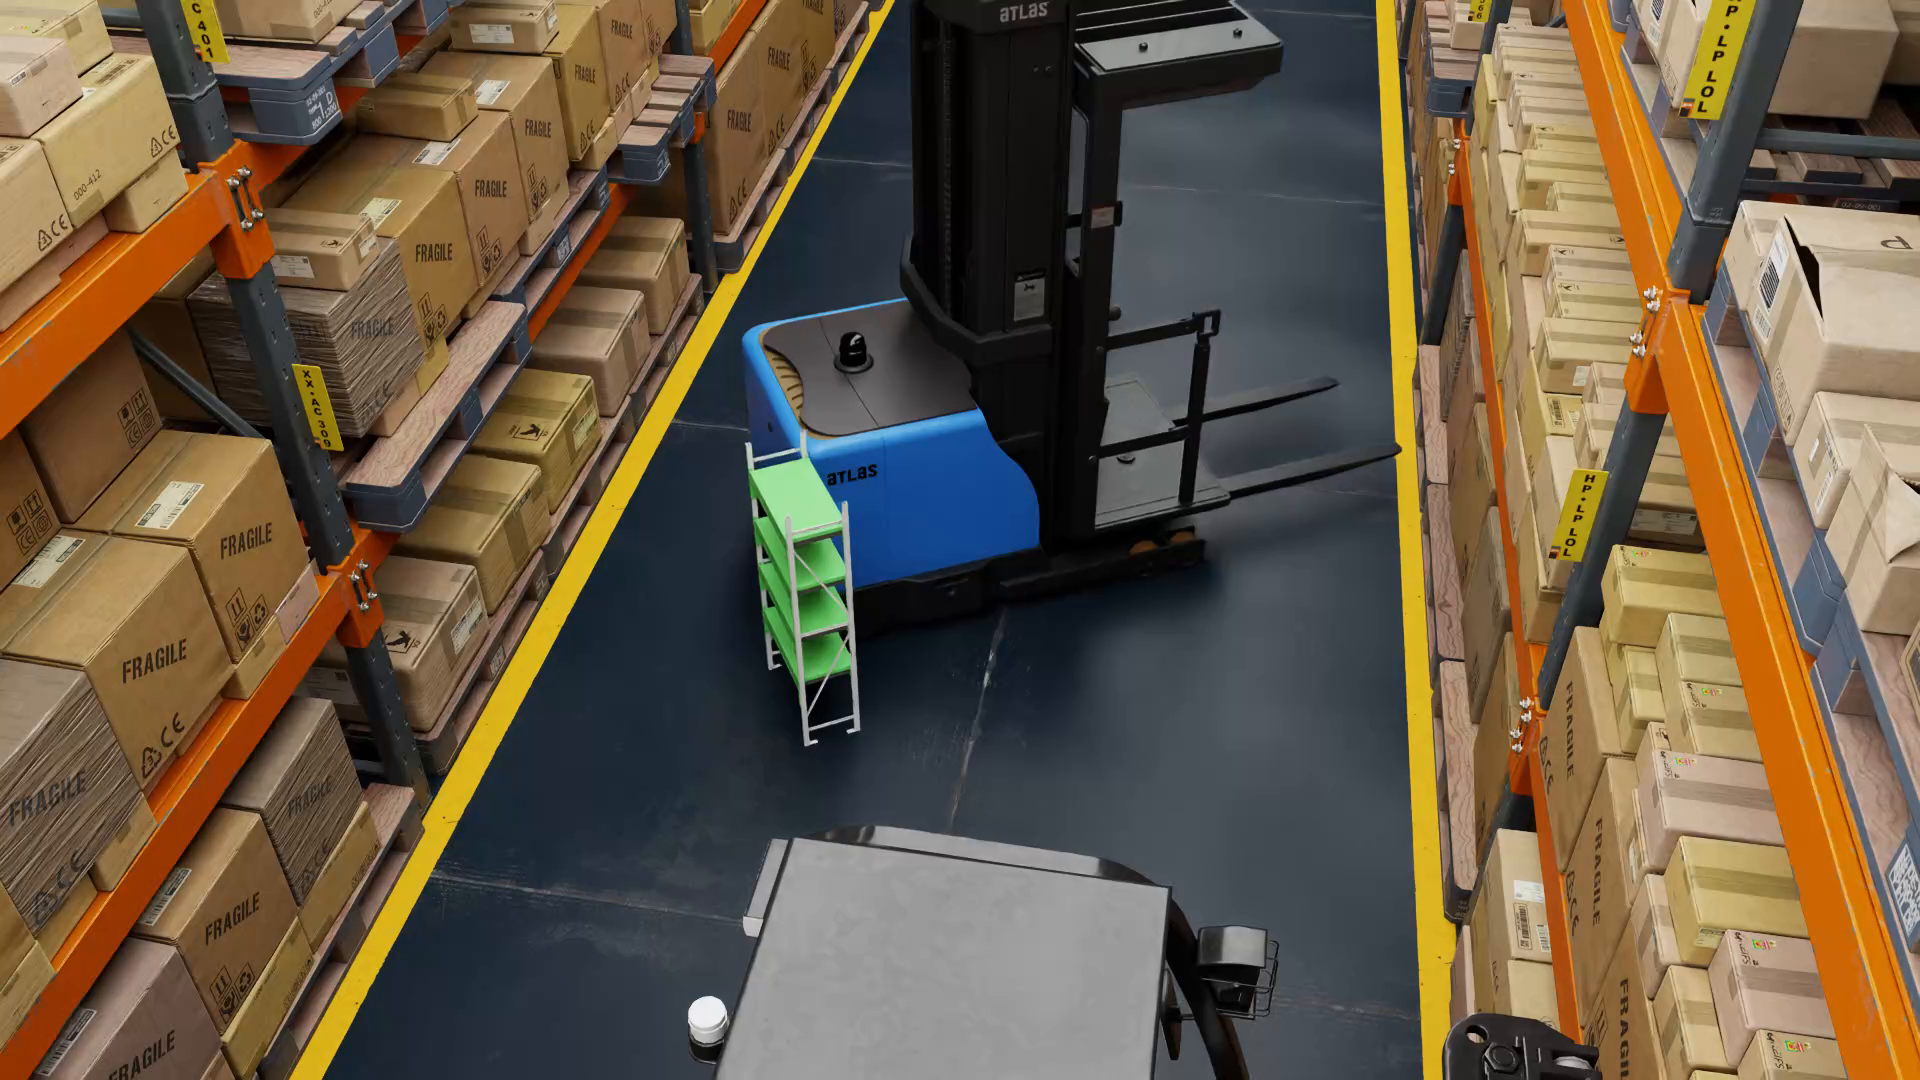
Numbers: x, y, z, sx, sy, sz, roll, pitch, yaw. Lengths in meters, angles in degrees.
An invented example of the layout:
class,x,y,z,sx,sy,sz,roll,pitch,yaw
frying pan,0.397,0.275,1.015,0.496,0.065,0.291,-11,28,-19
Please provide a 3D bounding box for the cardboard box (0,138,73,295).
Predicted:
class,x,y,z,sx,sy,sz,roll,pitch,yaw
cardboard box,-2.491,-0.732,3.909,0.500,0.250,0.500,6,40,7

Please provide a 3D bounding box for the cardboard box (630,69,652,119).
class,x,y,z,sx,sy,sz,roll,pitch,yaw
cardboard box,-1.701,-2.148,7.958,0.380,0.149,0.250,6,40,7

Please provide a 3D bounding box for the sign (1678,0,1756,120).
class,x,y,z,sx,sy,sz,roll,pitch,yaw
sign,1.760,-1.129,3.851,0.100,0.325,0.005,6,40,8

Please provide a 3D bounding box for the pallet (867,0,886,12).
class,x,y,z,sx,sy,sz,roll,pitch,yaw
pallet,-1.000,-4.558,13.194,1.003,0.211,1.213,6,40,8

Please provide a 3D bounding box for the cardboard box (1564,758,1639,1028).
class,x,y,z,sx,sy,sz,roll,pitch,yaw
cardboard box,1.888,0.942,4.275,0.500,0.500,0.500,7,40,8

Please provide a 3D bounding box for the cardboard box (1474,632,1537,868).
class,x,y,z,sx,sy,sz,roll,pitch,yaw
cardboard box,2.375,0.826,6.027,0.875,0.625,0.625,8,40,10

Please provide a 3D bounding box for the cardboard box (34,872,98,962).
class,x,y,z,sx,sy,sz,roll,pitch,yaw
cardboard box,-2.595,0.984,4.500,0.380,0.149,0.250,6,40,7

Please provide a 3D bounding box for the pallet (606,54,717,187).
class,x,y,z,sx,sy,sz,roll,pitch,yaw
pallet,-1.920,-2.121,8.208,1.213,0.211,1.003,6,40,8

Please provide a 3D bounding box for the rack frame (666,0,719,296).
class,x,y,z,sx,sy,sz,roll,pitch,yaw
rack frame,-1.901,-2.654,8.702,1.000,3.000,0.127,6,40,8

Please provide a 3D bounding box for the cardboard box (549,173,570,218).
class,x,y,z,sx,sy,sz,roll,pitch,yaw
cardboard box,-1.916,-1.506,7.182,0.380,0.149,0.250,5,40,6

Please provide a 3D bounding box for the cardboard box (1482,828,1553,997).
class,x,y,z,sx,sy,sz,roll,pitch,yaw
cardboard box,1.903,1.183,5.105,0.500,0.250,0.500,6,40,7

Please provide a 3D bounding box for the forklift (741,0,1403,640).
class,x,y,z,sx,sy,sz,roll,pitch,yaw
forklift,0.601,-1.267,7.079,3.031,2.935,1.130,-13,41,-15

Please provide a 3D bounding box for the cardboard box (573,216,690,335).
class,x,y,z,sx,sy,sz,roll,pitch,yaw
cardboard box,-2.009,-1.449,8.978,0.950,0.372,0.625,4,40,5

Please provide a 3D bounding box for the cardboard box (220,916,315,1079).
class,x,y,z,sx,sy,sz,roll,pitch,yaw
cardboard box,-2.513,1.491,5.518,0.500,0.250,0.500,5,40,6

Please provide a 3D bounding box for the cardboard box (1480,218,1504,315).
class,x,y,z,sx,sy,sz,roll,pitch,yaw
cardboard box,2.497,-1.160,7.014,0.500,0.250,0.500,5,40,6

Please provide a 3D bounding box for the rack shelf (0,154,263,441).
class,x,y,z,sx,sy,sz,roll,pitch,yaw
rack shelf,-2.940,0.233,3.421,1.077,0.370,4.000,6,40,8

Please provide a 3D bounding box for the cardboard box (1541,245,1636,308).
class,x,y,z,sx,sy,sz,roll,pitch,yaw
cardboard box,2.328,-0.931,6.031,0.380,0.149,0.250,7,40,8

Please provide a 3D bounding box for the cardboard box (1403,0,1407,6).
class,x,y,z,sx,sy,sz,roll,pitch,yaw
cardboard box,3.488,-4.064,12.316,0.380,0.149,0.250,5,40,6

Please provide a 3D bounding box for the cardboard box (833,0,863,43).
class,x,y,z,sx,sy,sz,roll,pitch,yaw
cardboard box,-1.238,-4.109,11.801,0.875,0.875,0.875,8,40,9

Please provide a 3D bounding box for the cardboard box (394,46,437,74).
class,x,y,z,sx,sy,sz,roll,pitch,yaw
cardboard box,-2.470,-1.737,6.952,0.500,0.500,0.500,5,40,6

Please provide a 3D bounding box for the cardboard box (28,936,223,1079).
class,x,y,z,sx,sy,sz,roll,pitch,yaw
cardboard box,-2.605,1.506,4.911,0.500,0.500,0.500,8,40,10

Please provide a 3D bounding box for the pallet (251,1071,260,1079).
class,x,y,z,sx,sy,sz,roll,pitch,yaw
pallet,-2.884,2.125,5.111,1.003,0.211,1.213,6,40,8

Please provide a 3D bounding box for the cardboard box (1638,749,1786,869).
class,x,y,z,sx,sy,sz,roll,pitch,yaw
cardboard box,1.811,0.651,3.884,0.380,0.149,0.250,7,40,9

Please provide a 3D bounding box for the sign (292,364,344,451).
class,x,y,z,sx,sy,sz,roll,pitch,yaw
sign,-2.058,-0.422,5.324,0.100,0.325,0.005,6,40,8

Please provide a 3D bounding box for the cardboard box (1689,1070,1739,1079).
class,x,y,z,sx,sy,sz,roll,pitch,yaw
cardboard box,1.695,1.252,3.390,0.380,0.149,0.250,6,40,7

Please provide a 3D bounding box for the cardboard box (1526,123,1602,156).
class,x,y,z,sx,sy,sz,roll,pitch,yaw
cardboard box,2.532,-1.571,6.806,0.380,0.149,0.250,7,40,8

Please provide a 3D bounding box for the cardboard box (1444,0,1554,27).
class,x,y,z,sx,sy,sz,roll,pitch,yaw
cardboard box,2.852,-2.910,8.801,0.500,0.250,0.500,5,40,6

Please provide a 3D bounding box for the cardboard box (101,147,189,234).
class,x,y,z,sx,sy,sz,roll,pitch,yaw
cardboard box,-2.347,-0.971,4.510,0.380,0.149,0.250,7,40,8

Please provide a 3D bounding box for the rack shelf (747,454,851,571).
class,x,y,z,sx,sy,sz,roll,pitch,yaw
rack shelf,-0.621,-0.112,6.388,0.258,0.148,0.480,-15,42,-17

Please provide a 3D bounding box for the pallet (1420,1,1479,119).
class,x,y,z,sx,sy,sz,roll,pitch,yaw
pallet,3.036,-2.468,8.628,1.213,0.211,1.003,6,40,8

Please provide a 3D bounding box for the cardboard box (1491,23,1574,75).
class,x,y,z,sx,sy,sz,roll,pitch,yaw
cardboard box,2.643,-2.230,7.602,0.380,0.149,0.250,8,40,9

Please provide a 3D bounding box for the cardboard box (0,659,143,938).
class,x,y,z,sx,sy,sz,roll,pitch,yaw
cardboard box,-2.593,0.660,4.383,0.500,0.500,0.500,7,40,9

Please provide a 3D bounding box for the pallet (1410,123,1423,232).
class,x,y,z,sx,sy,sz,roll,pitch,yaw
pallet,3.368,-2.262,10.417,1.003,0.211,1.213,6,40,8

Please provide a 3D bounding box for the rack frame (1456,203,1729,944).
class,x,y,z,sx,sy,sz,roll,pitch,yaw
rack frame,2.296,0.402,5.007,1.000,3.000,0.127,6,40,8

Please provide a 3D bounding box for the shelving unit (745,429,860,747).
class,x,y,z,sx,sy,sz,roll,pitch,yaw
shelving unit,-0.621,0.208,6.653,0.258,1.200,0.503,-15,42,-17

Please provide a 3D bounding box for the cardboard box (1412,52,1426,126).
class,x,y,z,sx,sy,sz,roll,pitch,yaw
cardboard box,3.202,-2.891,10.621,0.500,0.500,0.500,5,40,6

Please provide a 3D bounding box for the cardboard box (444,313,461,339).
class,x,y,z,sx,sy,sz,roll,pitch,yaw
cardboard box,-2.161,-0.862,6.403,0.380,0.149,0.250,9,40,11

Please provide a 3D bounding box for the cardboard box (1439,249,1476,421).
class,x,y,z,sx,sy,sz,roll,pitch,yaw
cardboard box,2.867,-0.965,8.194,0.875,0.625,0.625,8,40,9

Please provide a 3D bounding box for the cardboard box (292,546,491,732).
class,x,y,z,sx,sy,sz,roll,pitch,yaw
cardboard box,-2.505,0.378,6.768,0.950,0.372,0.625,7,40,8

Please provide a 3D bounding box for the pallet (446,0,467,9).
class,x,y,z,sx,sy,sz,roll,pitch,yaw
pallet,-2.205,-2.254,6.012,1.213,0.211,1.003,6,40,8

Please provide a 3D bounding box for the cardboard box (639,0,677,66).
class,x,y,z,sx,sy,sz,roll,pitch,yaw
cardboard box,-1.706,-2.653,8.060,0.500,0.500,0.500,5,40,6

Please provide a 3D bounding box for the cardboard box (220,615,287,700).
class,x,y,z,sx,sy,sz,roll,pitch,yaw
cardboard box,-2.385,0.346,5.271,0.380,0.149,0.250,7,40,9

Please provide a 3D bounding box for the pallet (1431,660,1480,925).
class,x,y,z,sx,sy,sz,roll,pitch,yaw
pallet,2.385,1.010,6.460,1.003,0.211,1.213,6,40,8

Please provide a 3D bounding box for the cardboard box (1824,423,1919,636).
class,x,y,z,sx,sy,sz,roll,pitch,yaw
cardboard box,1.740,-0.005,2.842,0.396,0.266,0.258,6,40,7

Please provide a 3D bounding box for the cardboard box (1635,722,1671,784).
class,x,y,z,sx,sy,sz,roll,pitch,yaw
cardboard box,1.921,0.614,4.163,0.380,0.149,0.250,6,40,8

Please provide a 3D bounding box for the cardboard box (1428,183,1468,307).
class,x,y,z,sx,sy,sz,roll,pitch,yaw
cardboard box,2.850,-1.596,9.055,0.500,0.500,0.500,7,40,9

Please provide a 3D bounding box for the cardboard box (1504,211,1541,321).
class,x,y,z,sx,sy,sz,roll,pitch,yaw
cardboard box,2.411,-1.028,6.461,0.500,0.250,0.500,7,40,8

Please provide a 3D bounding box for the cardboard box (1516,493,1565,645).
class,x,y,z,sx,sy,sz,roll,pitch,yaw
cardboard box,2.126,0.114,5.472,0.500,0.250,0.500,7,40,9

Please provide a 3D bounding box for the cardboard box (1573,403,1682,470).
class,x,y,z,sx,sy,sz,roll,pitch,yaw
cardboard box,2.163,-0.290,5.256,0.380,0.149,0.250,6,40,7

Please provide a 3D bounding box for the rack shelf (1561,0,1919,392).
class,x,y,z,sx,sy,sz,roll,pitch,yaw
rack shelf,2.642,-1.732,5.798,1.077,0.370,4.000,6,40,8

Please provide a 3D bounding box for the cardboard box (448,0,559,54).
class,x,y,z,sx,sy,sz,roll,pitch,yaw
cardboard box,-1.907,-2.161,6.956,0.380,0.149,0.250,5,40,6

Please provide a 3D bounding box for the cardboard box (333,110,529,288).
class,x,y,z,sx,sy,sz,roll,pitch,yaw
cardboard box,-2.045,-1.344,6.477,0.500,0.500,0.500,6,40,7
